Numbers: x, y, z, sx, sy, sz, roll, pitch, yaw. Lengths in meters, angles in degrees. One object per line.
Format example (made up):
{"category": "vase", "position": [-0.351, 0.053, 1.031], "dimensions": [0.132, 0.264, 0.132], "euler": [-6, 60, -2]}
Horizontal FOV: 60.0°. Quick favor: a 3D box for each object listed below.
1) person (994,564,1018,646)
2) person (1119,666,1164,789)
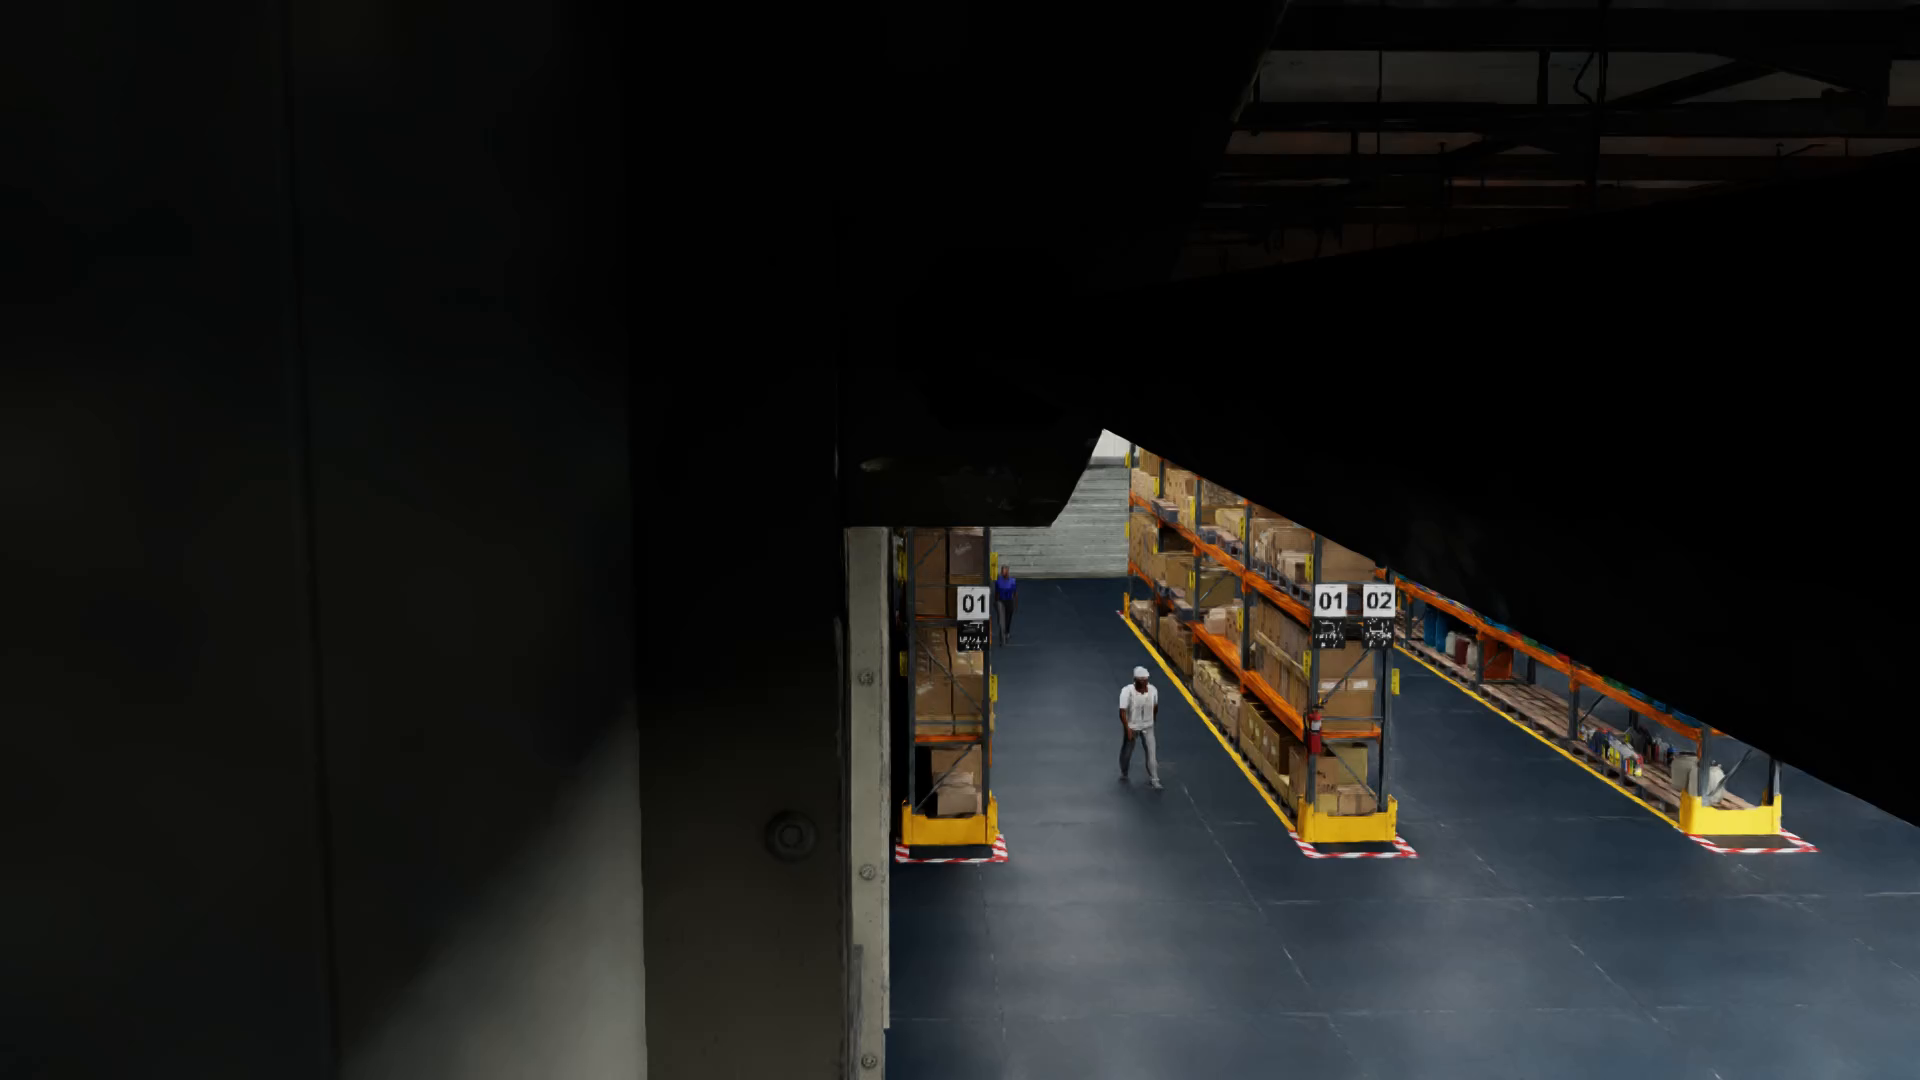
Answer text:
{"category": "person", "position": [0.927, 1.276, 33.277], "dimensions": [0.461, 1.596, 0.989], "euler": [0, 7, -4]}
{"category": "person", "position": [2.469, 2.552, 22.925], "dimensions": [0.598, 1.690, 1.094], "euler": [-1, 7, -11]}
